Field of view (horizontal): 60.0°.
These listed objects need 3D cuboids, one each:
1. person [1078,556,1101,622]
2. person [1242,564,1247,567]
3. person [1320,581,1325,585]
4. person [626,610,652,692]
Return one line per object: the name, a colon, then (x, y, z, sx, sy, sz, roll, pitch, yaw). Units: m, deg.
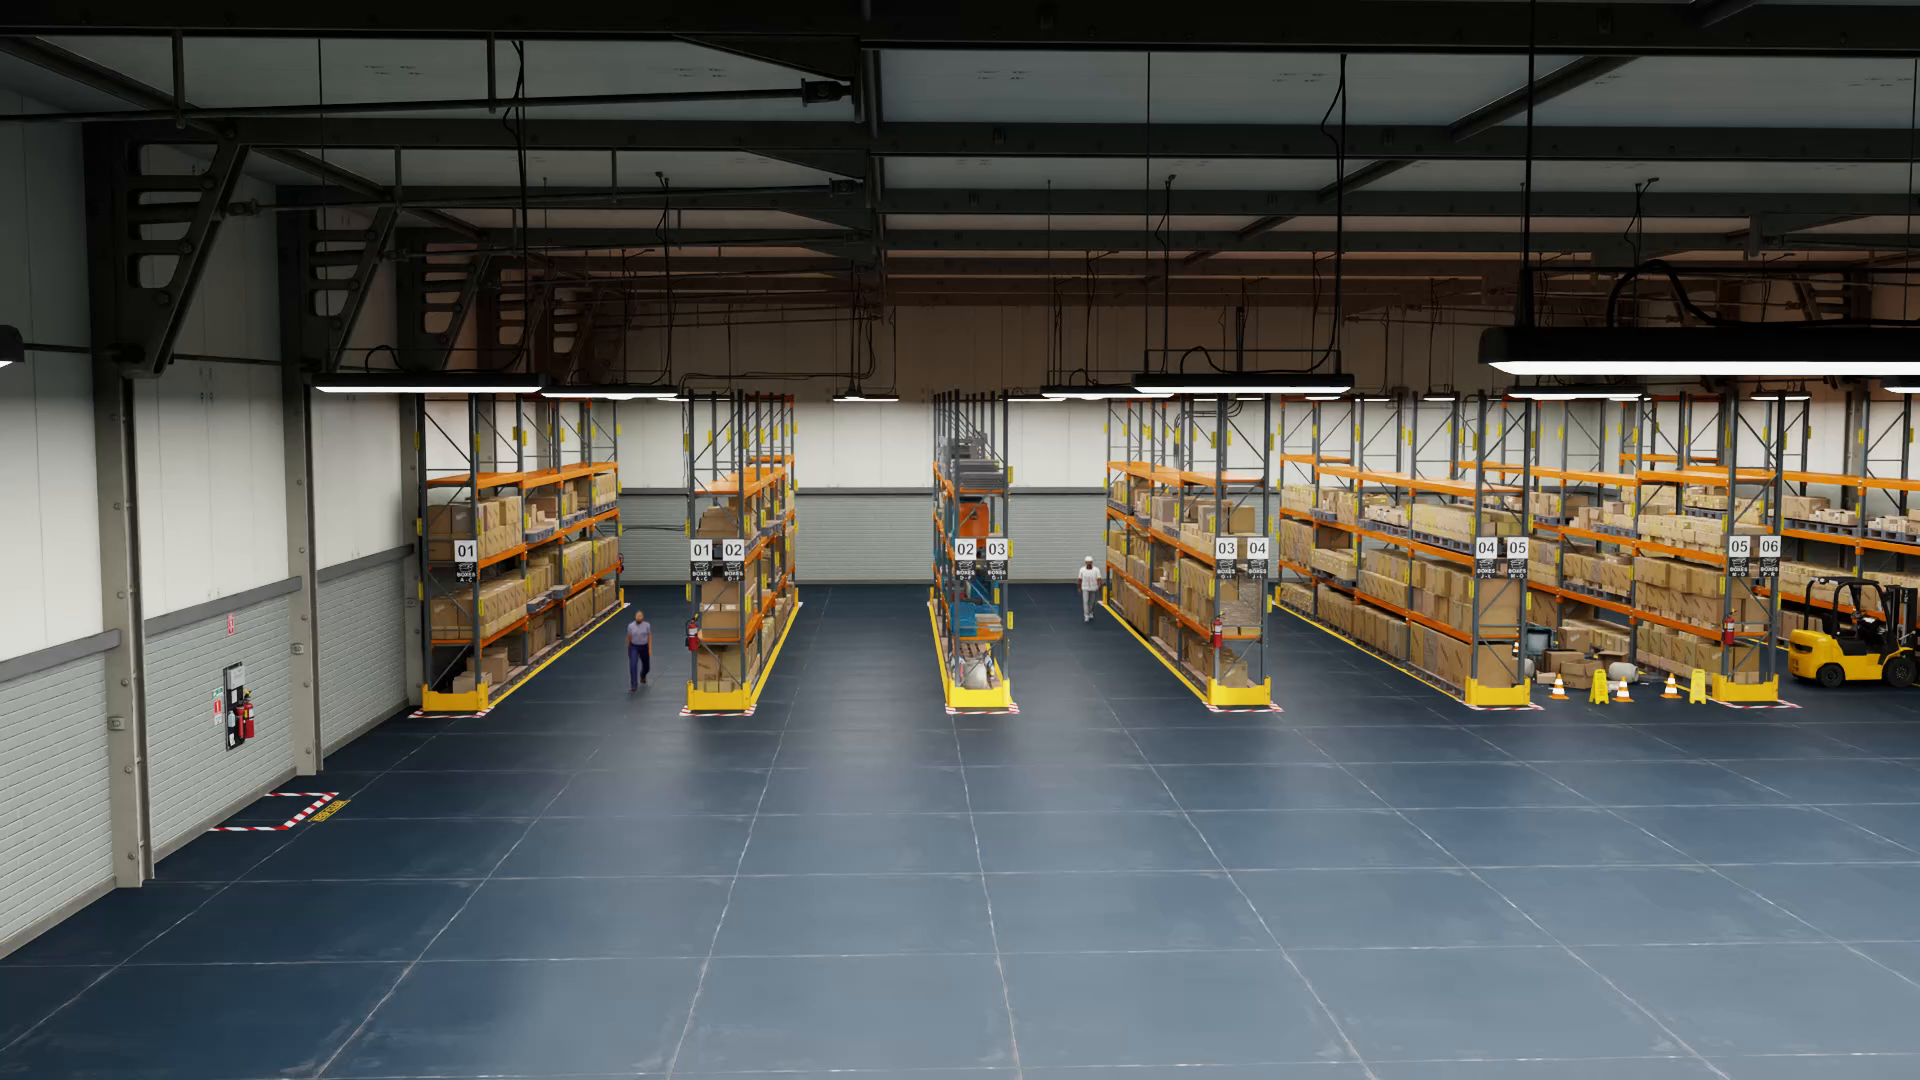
person: (3.412, 1.286, 43.773, 0.613, 1.708, 1.085, 0, 5, 1)
person: (8.402, 0.884, 48.660, 0.562, 1.722, 1.091, 3, 5, 29)
person: (11.252, 0.631, 51.667, 0.555, 1.707, 0.635, 4, 6, 43)
person: (-6.459, 2.207, 33.464, 0.499, 1.564, 0.946, -2, 5, -20)
